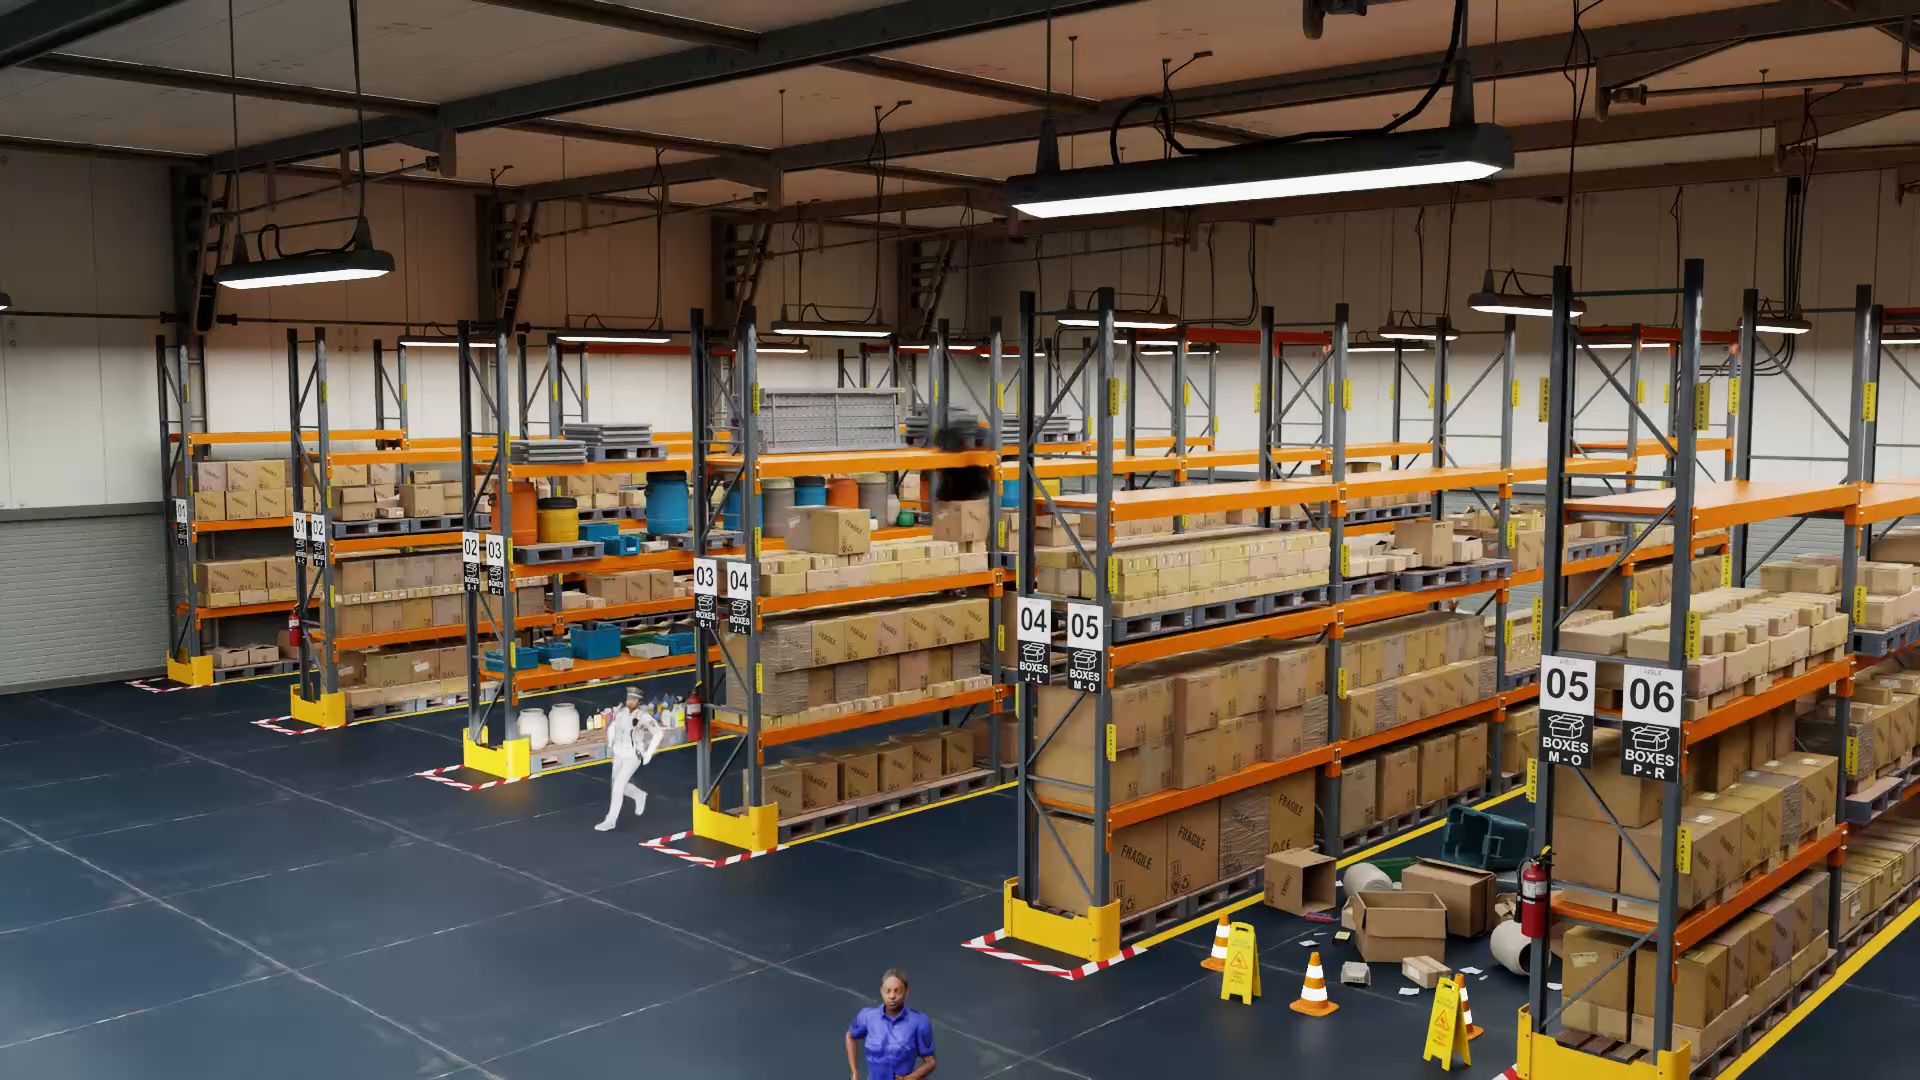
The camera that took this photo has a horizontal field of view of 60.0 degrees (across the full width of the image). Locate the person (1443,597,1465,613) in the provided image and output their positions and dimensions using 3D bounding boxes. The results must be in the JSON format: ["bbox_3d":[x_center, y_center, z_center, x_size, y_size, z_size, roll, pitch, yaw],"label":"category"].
[{"bbox_3d":[8.209,1.727,27.658,0.608,1.650,0.906,5,7,40],"label":"person"}]

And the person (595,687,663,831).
[{"bbox_3d":[-3.857,2.517,19.360,0.670,1.644,0.849,3,6,33],"label":"person"}]

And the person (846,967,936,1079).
[{"bbox_3d":[-0.418,3.407,10.029,0.553,1.642,0.658,0,5,-2],"label":"person"}]
